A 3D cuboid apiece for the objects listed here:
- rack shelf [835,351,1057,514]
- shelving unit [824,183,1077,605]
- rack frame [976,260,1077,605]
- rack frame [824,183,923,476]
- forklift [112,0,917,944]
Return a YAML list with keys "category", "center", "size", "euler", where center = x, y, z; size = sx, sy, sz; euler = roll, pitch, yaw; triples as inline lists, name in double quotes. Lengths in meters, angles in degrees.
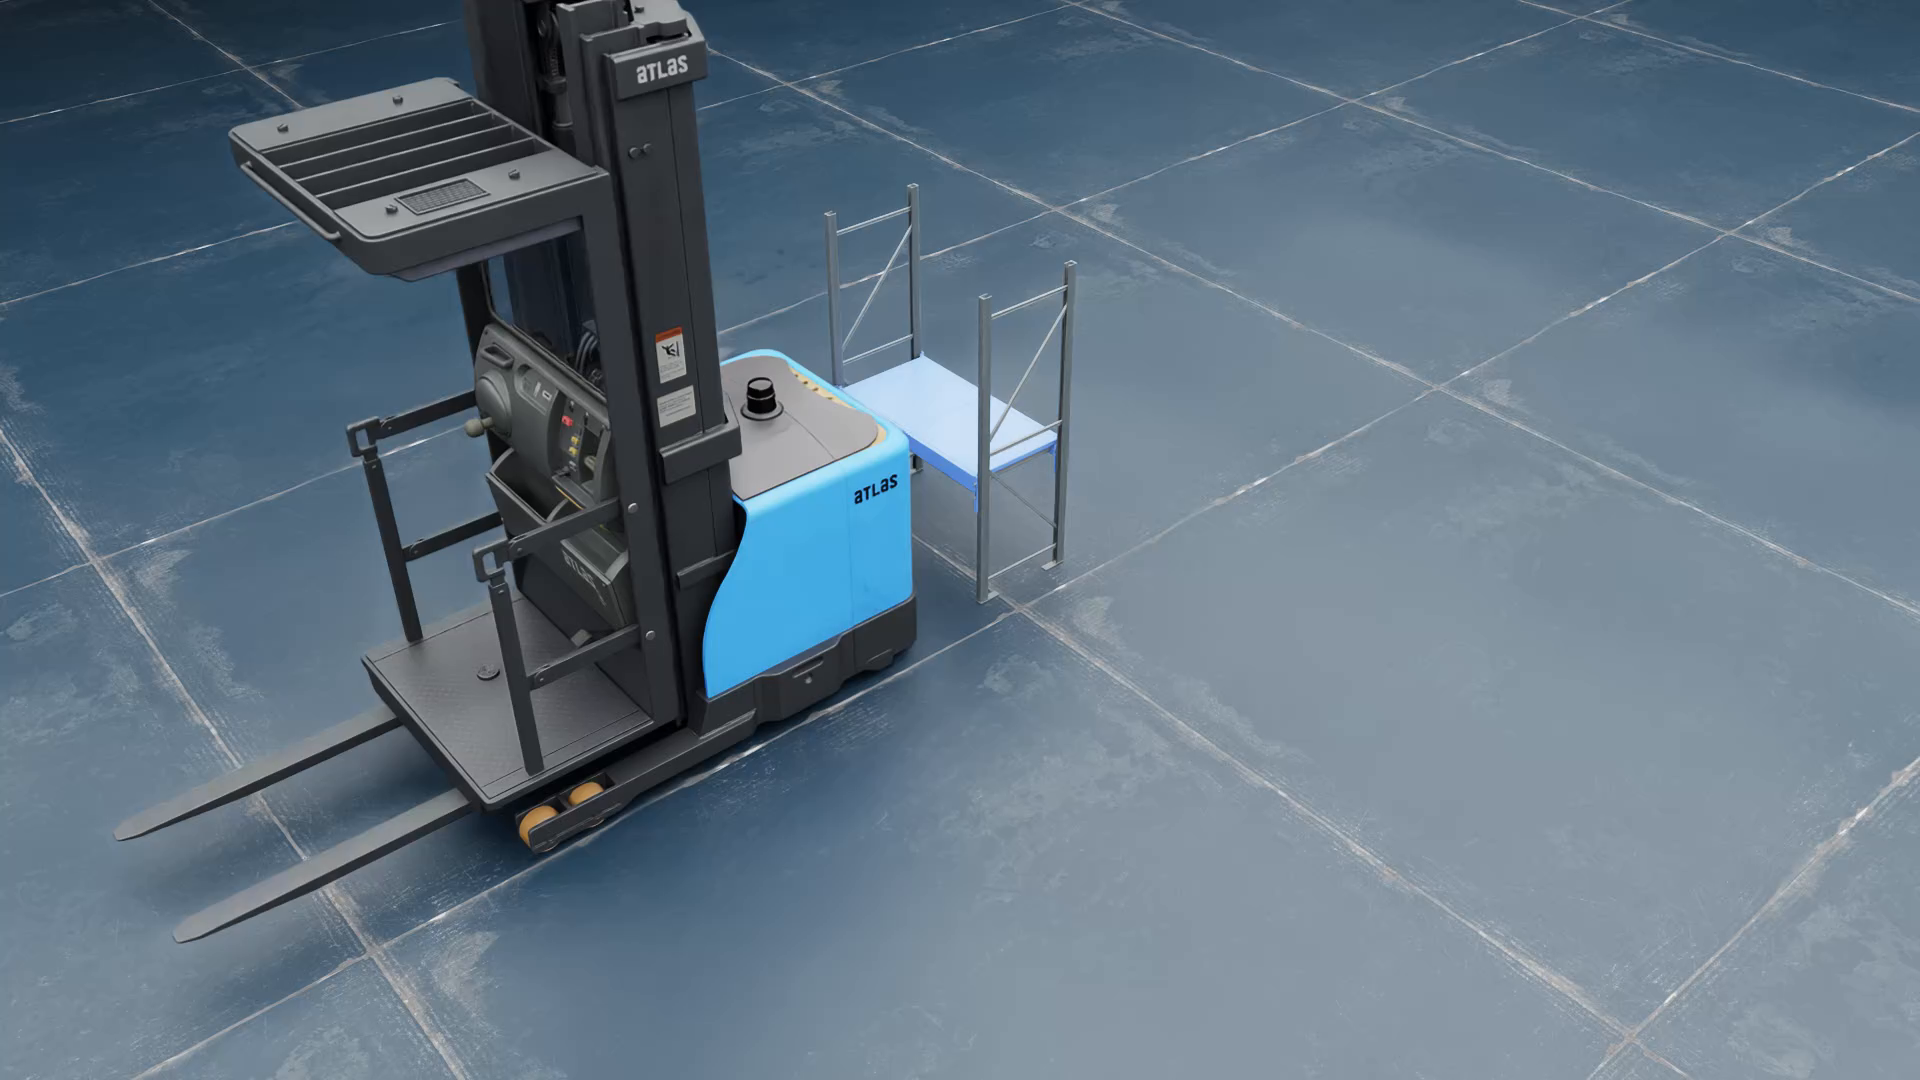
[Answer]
- category: "rack shelf"
  center: [-0.055, -0.503, 7.474]
  size: [0.538, 0.185, 1.000]
  euler: [-26, 43, -32]
- category: "shelving unit"
  center: [-0.055, -0.650, 7.370]
  size: [0.538, 1.500, 1.048]
  euler: [-26, 43, -32]
- category: "rack frame"
  center: [0.273, -0.425, 7.053]
  size: [0.500, 1.500, 0.032]
  euler: [-26, 43, -32]
- category: "rack frame"
  center: [-0.383, -0.874, 7.687]
  size: [0.500, 1.500, 0.032]
  euler: [-26, 43, -32]
- category: "forklift"
  center: [-1.637, -0.393, 5.769]
  size: [3.031, 2.935, 1.130]
  euler: [-26, 43, -32]
